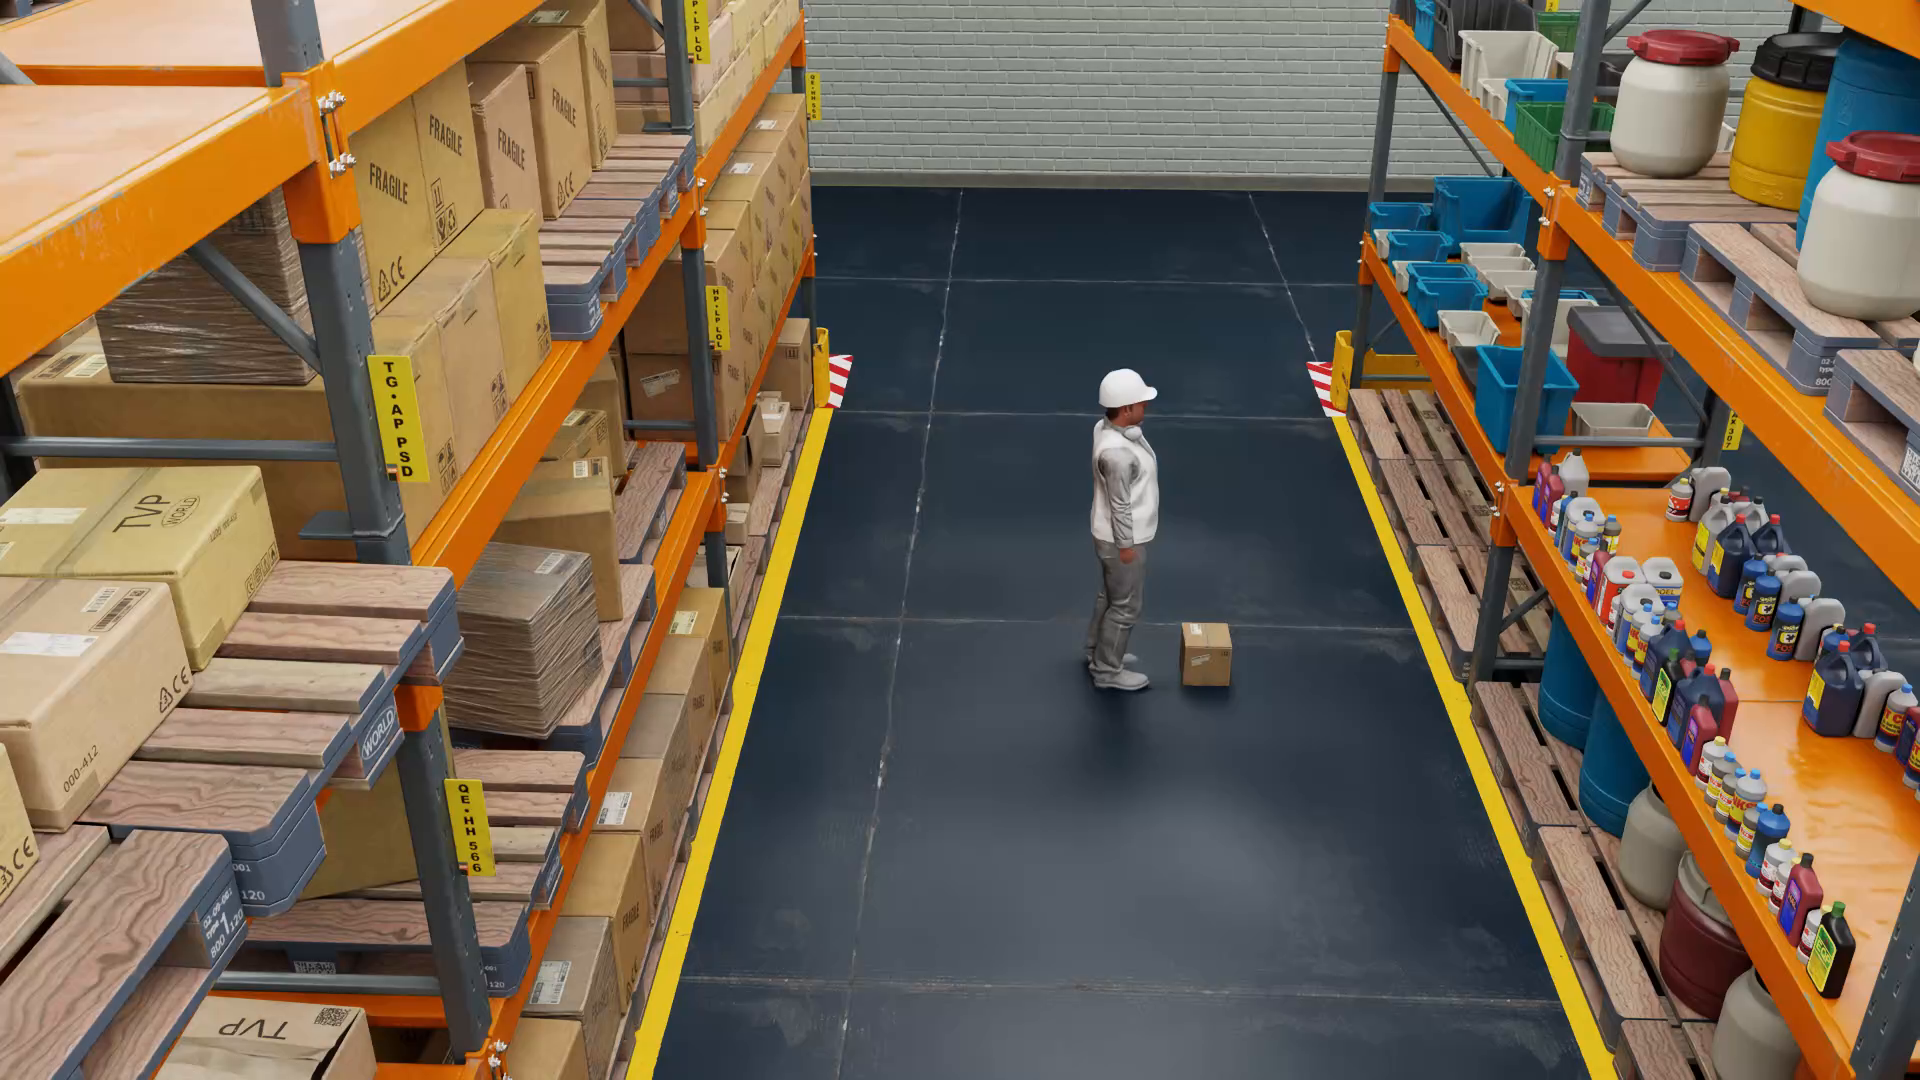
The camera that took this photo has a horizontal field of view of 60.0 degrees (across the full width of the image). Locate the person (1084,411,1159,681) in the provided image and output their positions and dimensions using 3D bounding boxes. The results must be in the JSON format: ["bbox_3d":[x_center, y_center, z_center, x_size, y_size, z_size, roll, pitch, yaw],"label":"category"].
[{"bbox_3d":[0.855,0.022,8.746,0.358,1.472,0.447,2,28,3],"label":"person"}]
